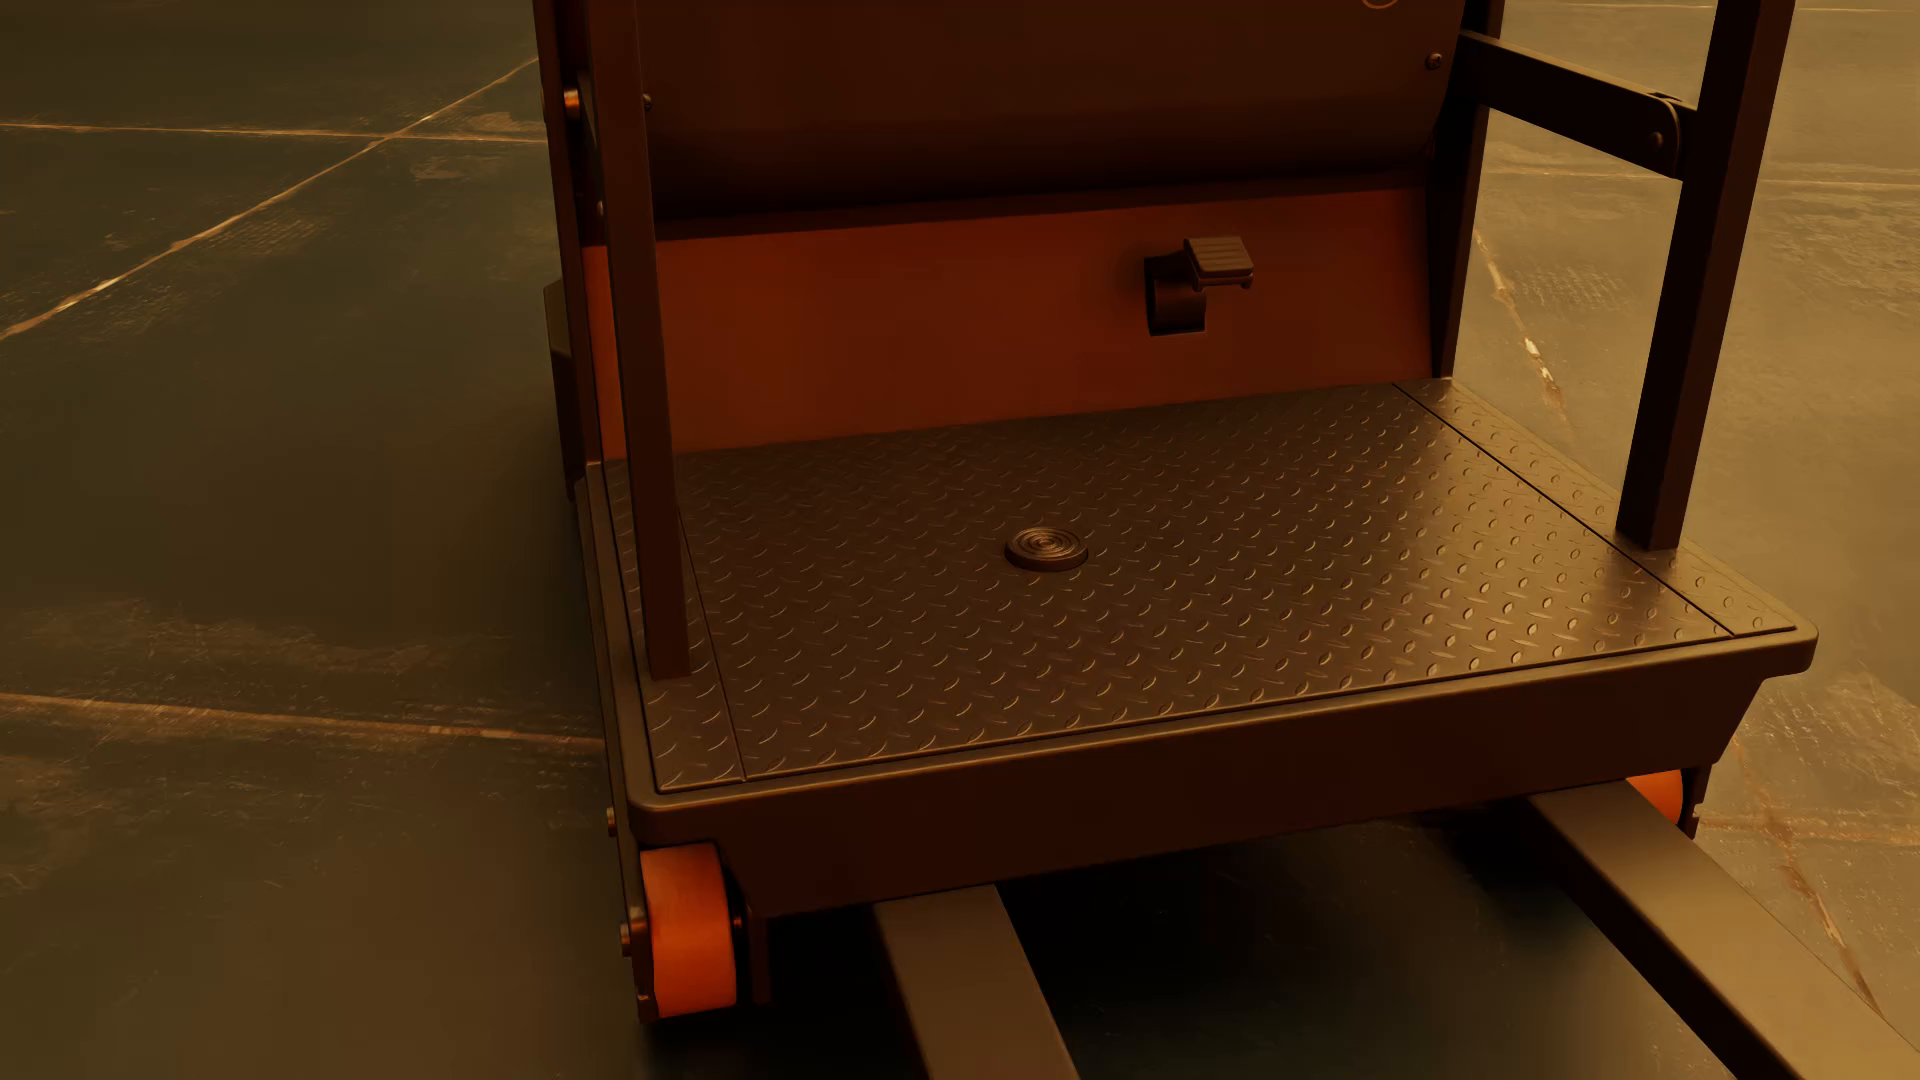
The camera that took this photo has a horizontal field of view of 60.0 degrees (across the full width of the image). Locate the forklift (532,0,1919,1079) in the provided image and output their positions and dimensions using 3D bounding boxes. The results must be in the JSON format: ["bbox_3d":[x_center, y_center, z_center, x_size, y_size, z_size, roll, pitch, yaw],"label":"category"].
[{"bbox_3d":[0.153,-1.049,1.319,1.130,2.935,3.031,-7,27,-13],"label":"forklift"}]
